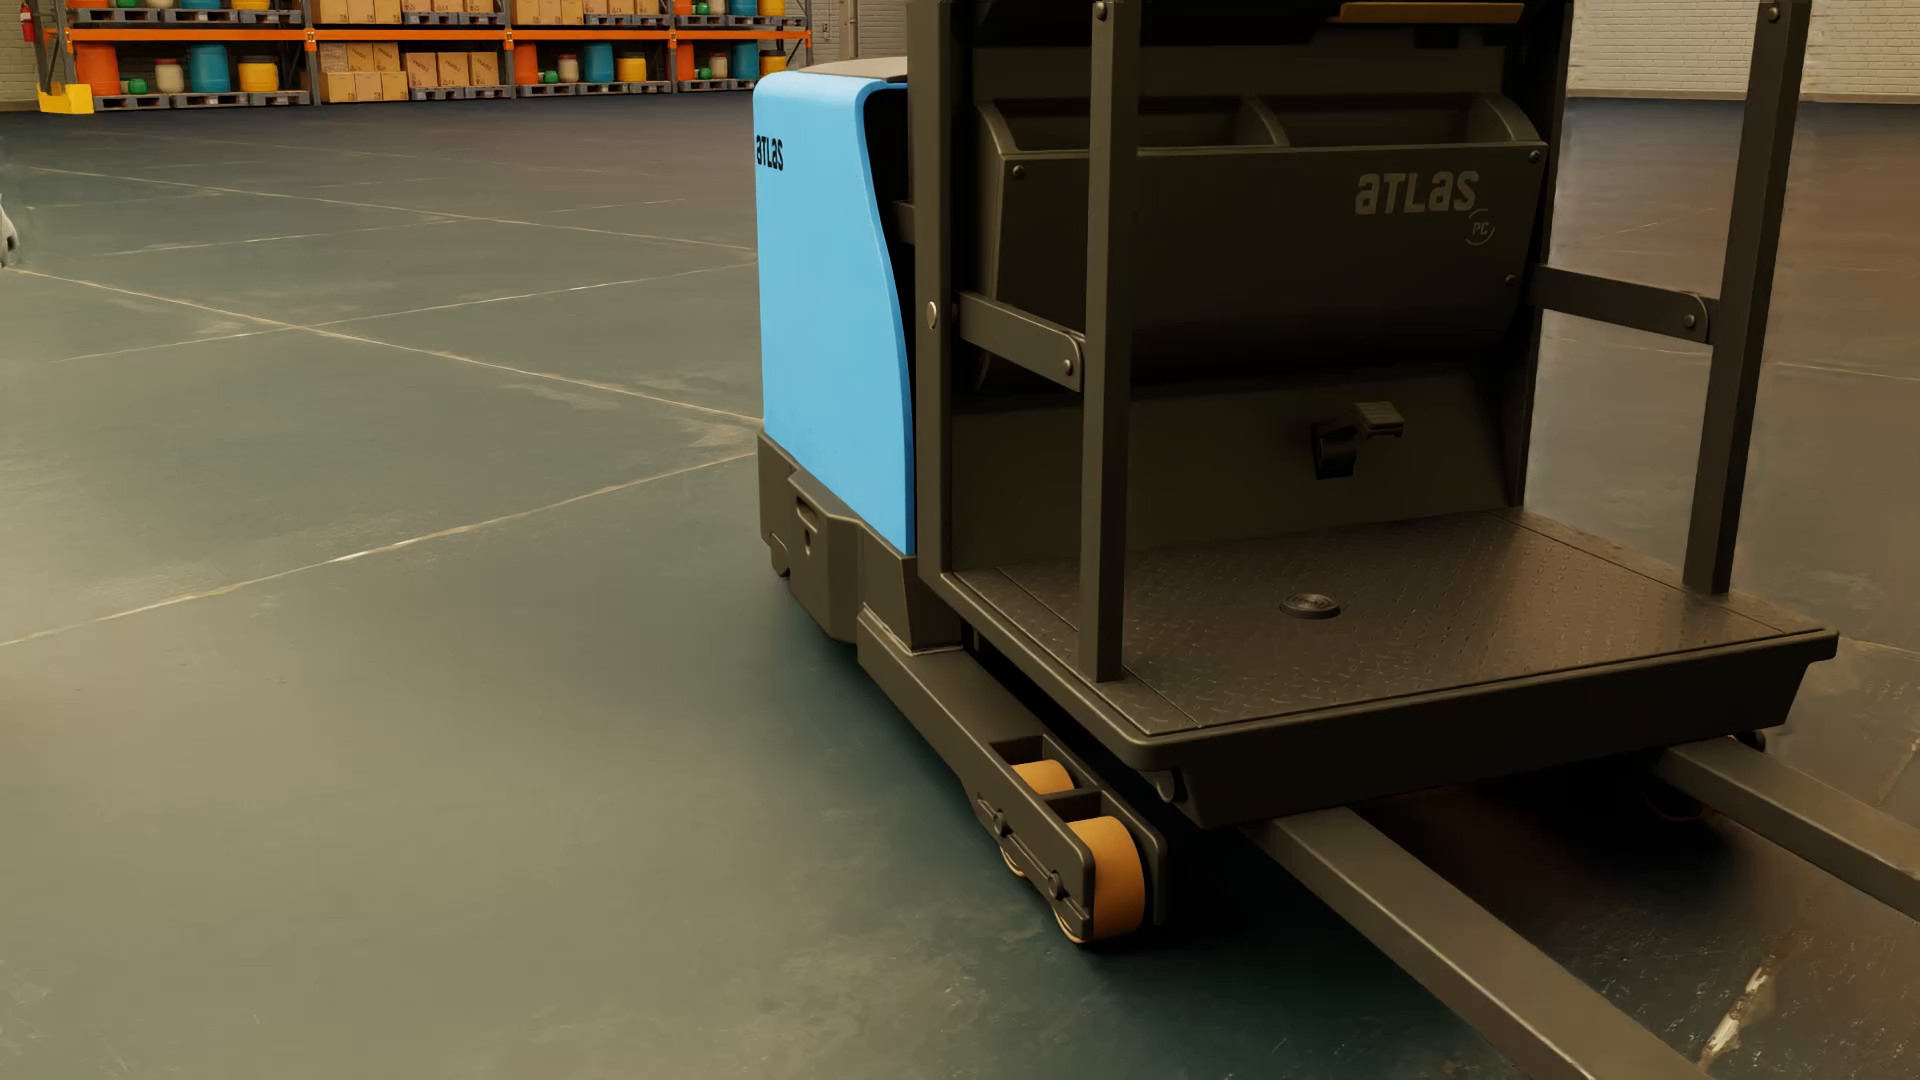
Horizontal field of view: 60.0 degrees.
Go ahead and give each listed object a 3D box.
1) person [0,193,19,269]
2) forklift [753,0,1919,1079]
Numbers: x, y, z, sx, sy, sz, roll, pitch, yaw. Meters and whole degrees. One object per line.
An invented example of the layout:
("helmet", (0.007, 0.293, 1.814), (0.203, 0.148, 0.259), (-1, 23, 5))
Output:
("person", (-1.988, -0.399, 2.578), (0.513, 1.620, 0.889), (9, 19, 28))
("forklift", (0.547, -1.007, 2.213), (1.130, 2.935, 3.031), (-6, 18, -20))
